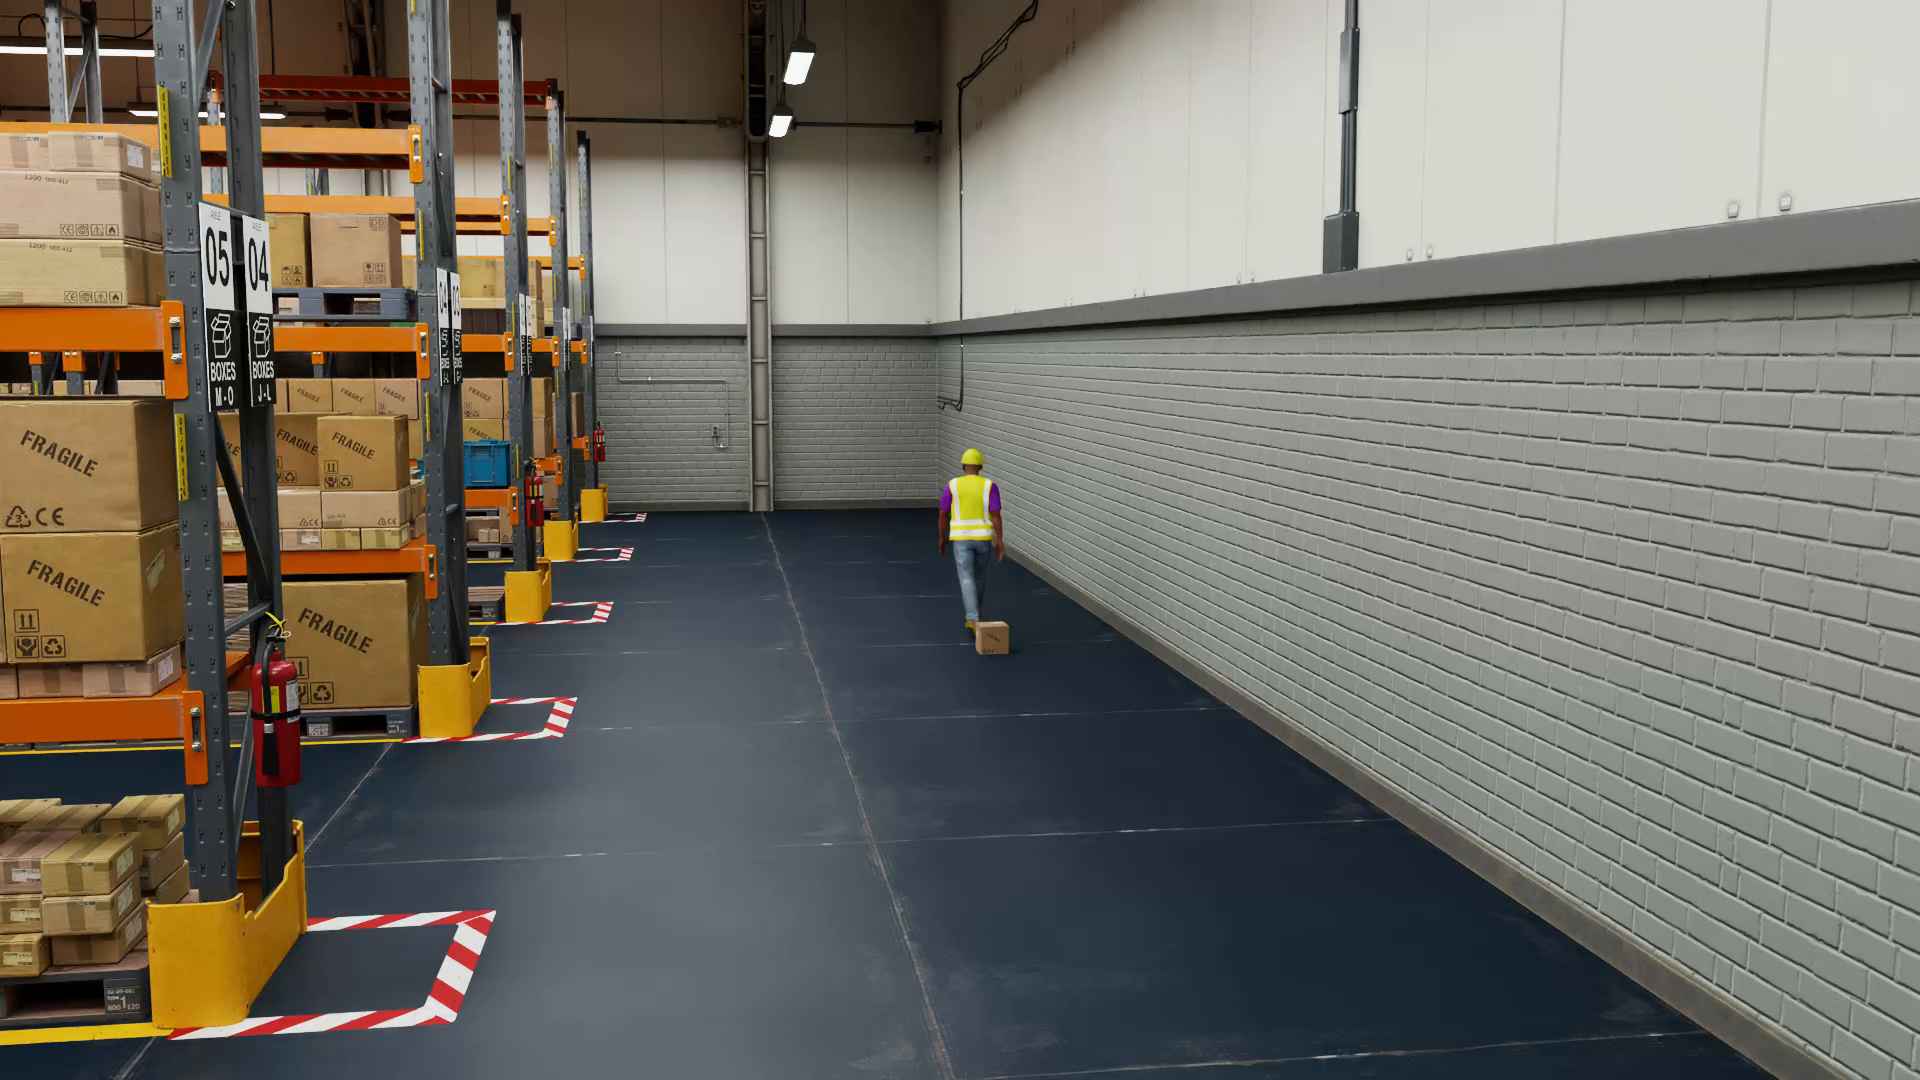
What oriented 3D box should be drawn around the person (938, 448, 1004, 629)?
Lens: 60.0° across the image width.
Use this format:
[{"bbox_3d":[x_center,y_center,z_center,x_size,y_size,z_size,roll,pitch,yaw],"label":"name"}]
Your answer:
[{"bbox_3d":[0.101,-0.006,15.776,0.600,1.717,1.073,-1,6,-7],"label":"person"}]
